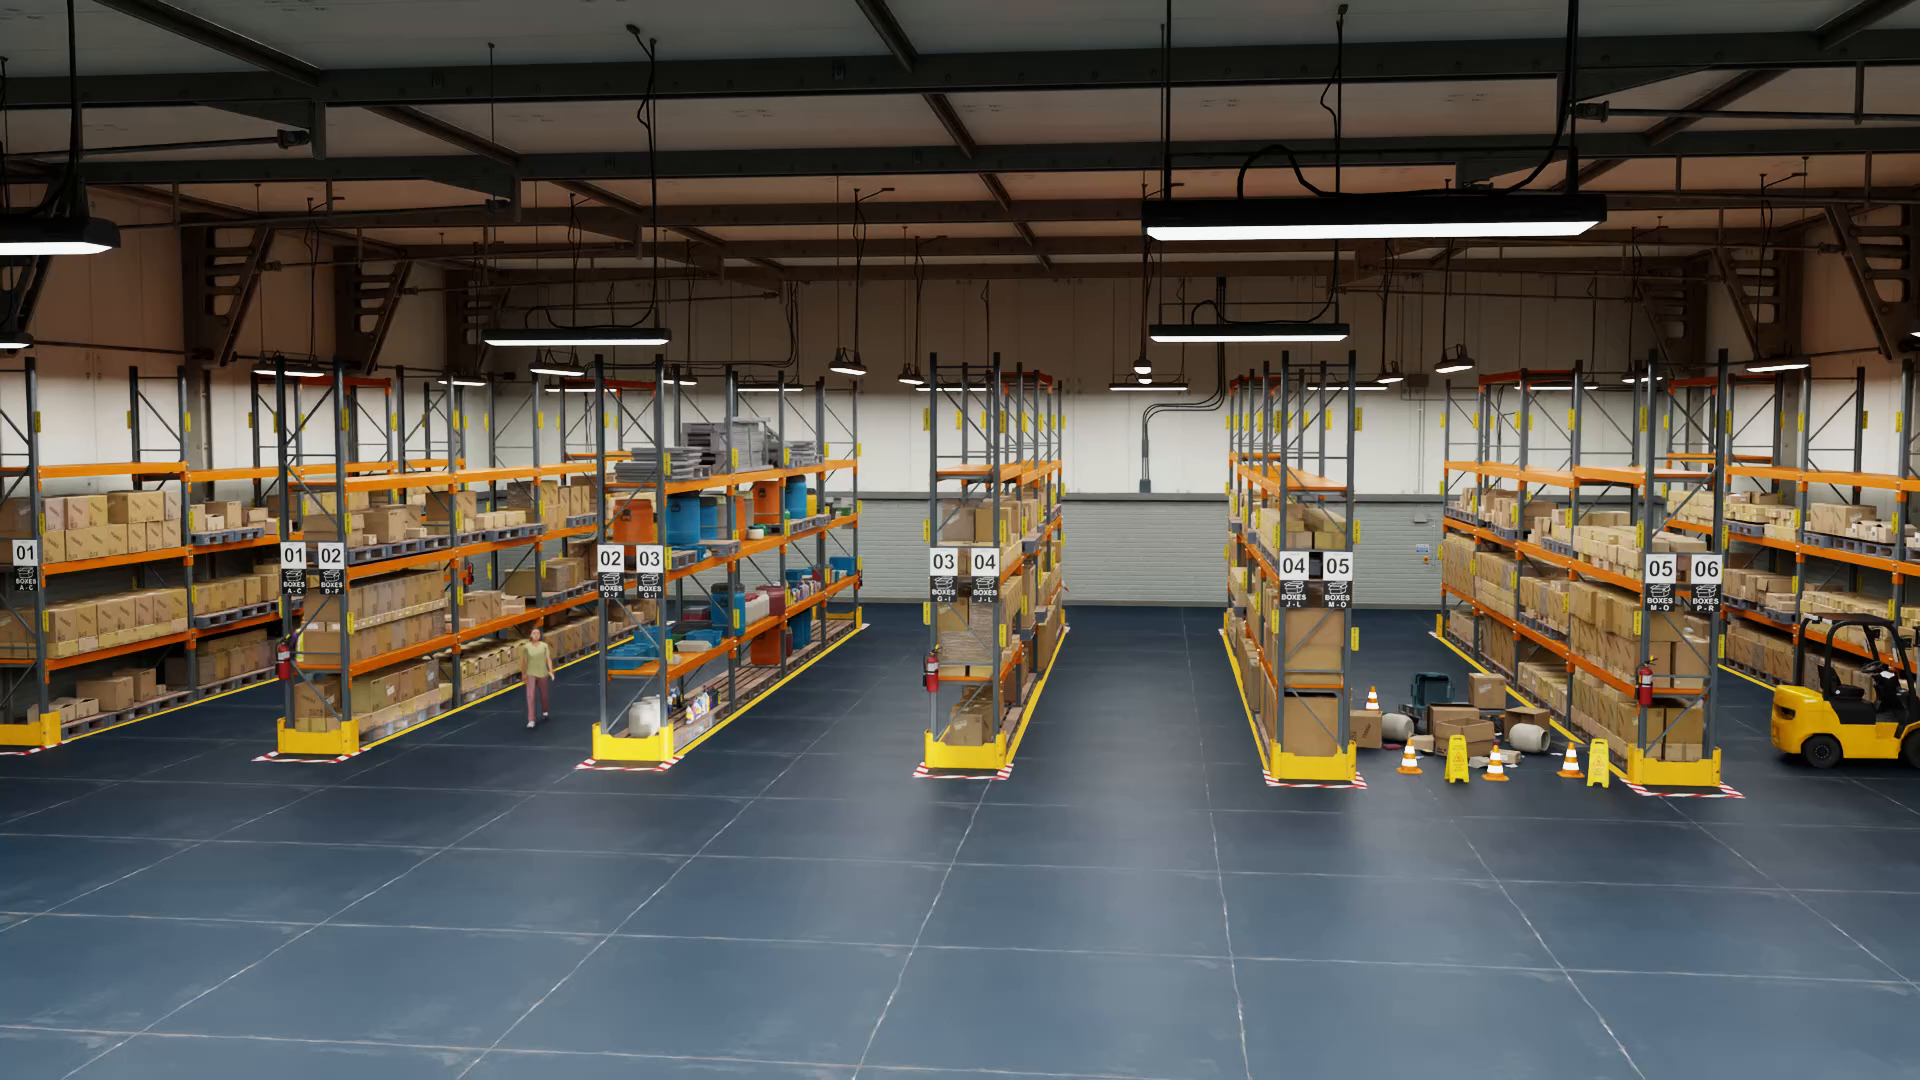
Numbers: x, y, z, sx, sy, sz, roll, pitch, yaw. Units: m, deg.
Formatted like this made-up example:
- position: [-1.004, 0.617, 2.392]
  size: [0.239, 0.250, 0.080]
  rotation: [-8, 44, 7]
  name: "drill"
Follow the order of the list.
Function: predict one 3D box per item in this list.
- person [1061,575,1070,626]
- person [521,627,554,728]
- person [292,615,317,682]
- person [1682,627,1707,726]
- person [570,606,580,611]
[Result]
- position: [2.346, 1.223, 41.034]
  size: [0.776, 1.768, 0.559]
  rotation: [2, 4, 22]
  name: "person"
- position: [-6.974, 2.231, 27.468]
  size: [0.540, 1.621, 1.033]
  rotation: [-1, 4, -9]
  name: "person"
- position: [-11.288, 2.111, 28.704]
  size: [0.534, 1.714, 1.093]
  rotation: [0, 4, 4]
  name: "person"
- position: [11.944, 2.257, 27.195]
  size: [0.537, 1.660, 0.513]
  rotation: [0, 4, 5]
  name: "person"
- position: [-10.351, 1.043, 43.916]
  size: [0.968, 1.687, 0.532]
  rotation: [2, 5, 30]
  name: "person"
